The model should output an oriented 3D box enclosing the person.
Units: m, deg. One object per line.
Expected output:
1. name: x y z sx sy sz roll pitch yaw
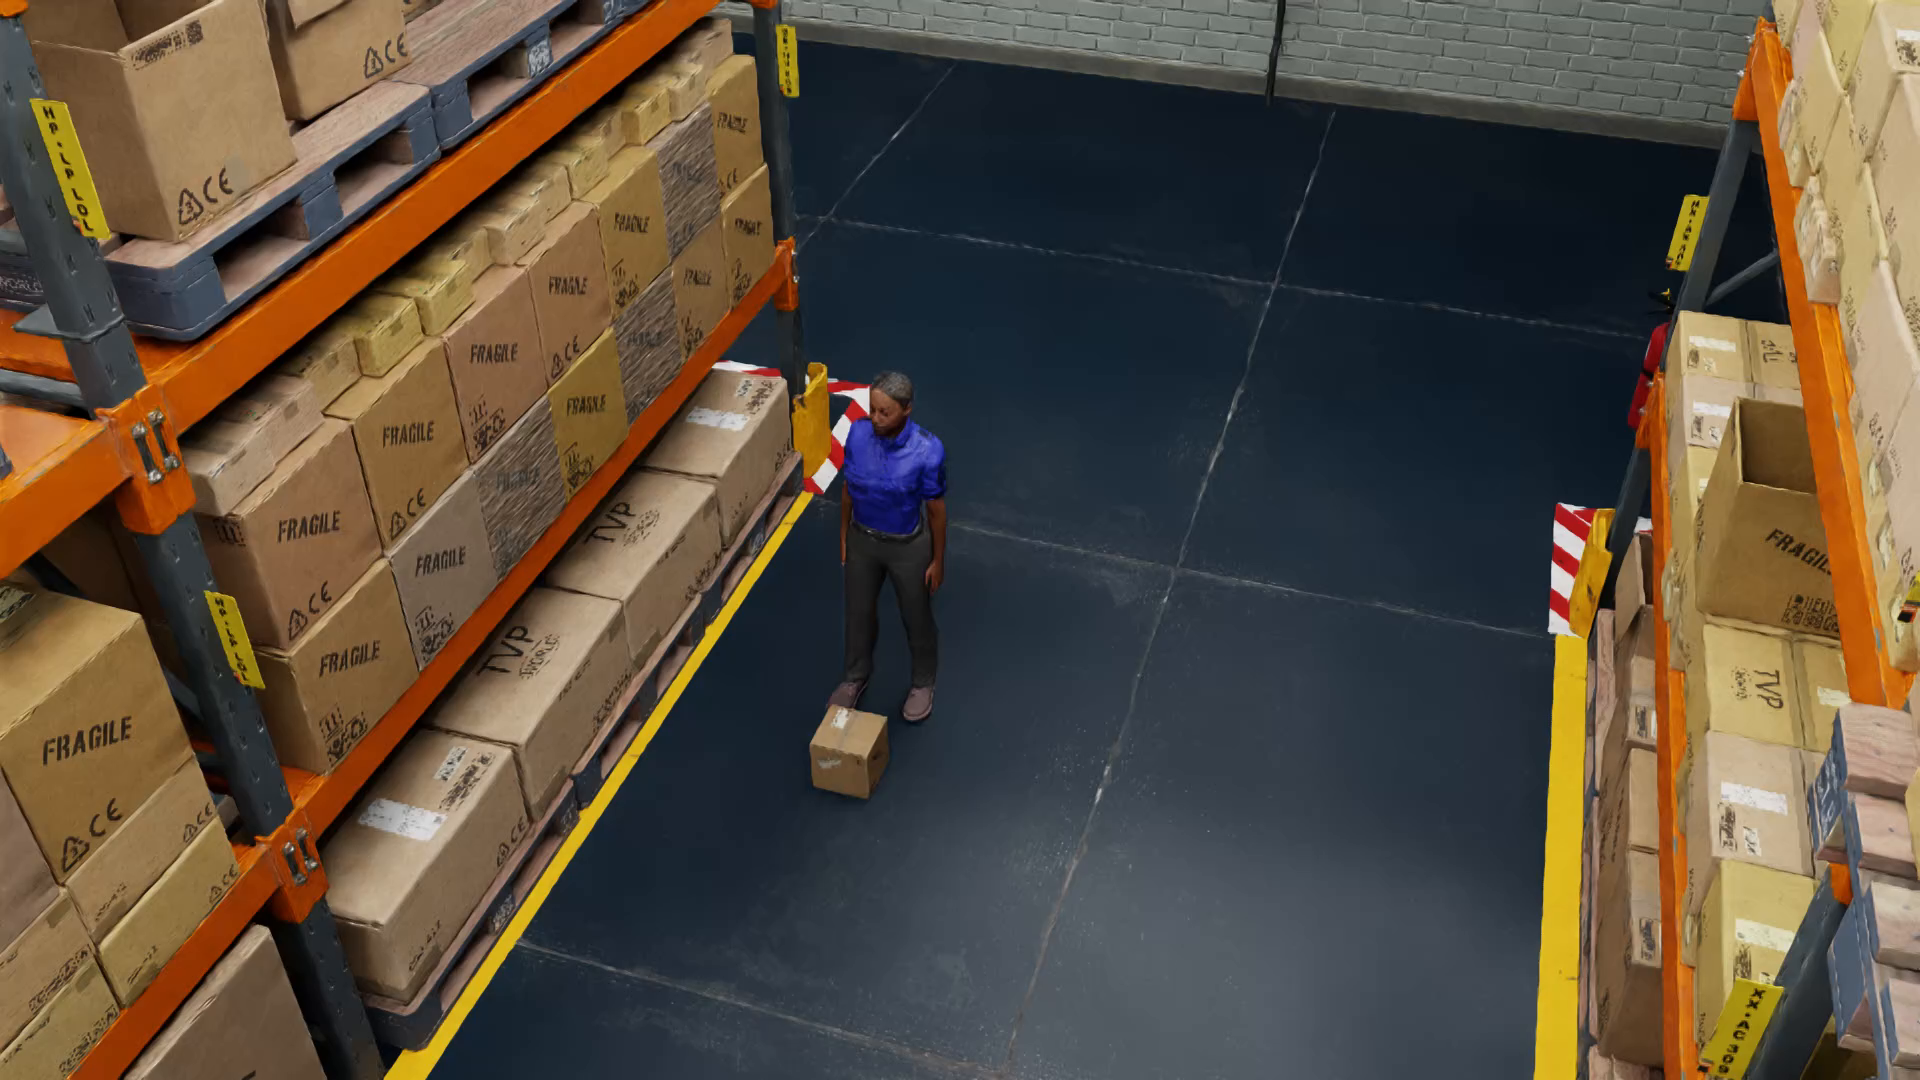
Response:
1. person: -0.307 0.050 6.814 0.485 1.659 0.406 14 40 18
